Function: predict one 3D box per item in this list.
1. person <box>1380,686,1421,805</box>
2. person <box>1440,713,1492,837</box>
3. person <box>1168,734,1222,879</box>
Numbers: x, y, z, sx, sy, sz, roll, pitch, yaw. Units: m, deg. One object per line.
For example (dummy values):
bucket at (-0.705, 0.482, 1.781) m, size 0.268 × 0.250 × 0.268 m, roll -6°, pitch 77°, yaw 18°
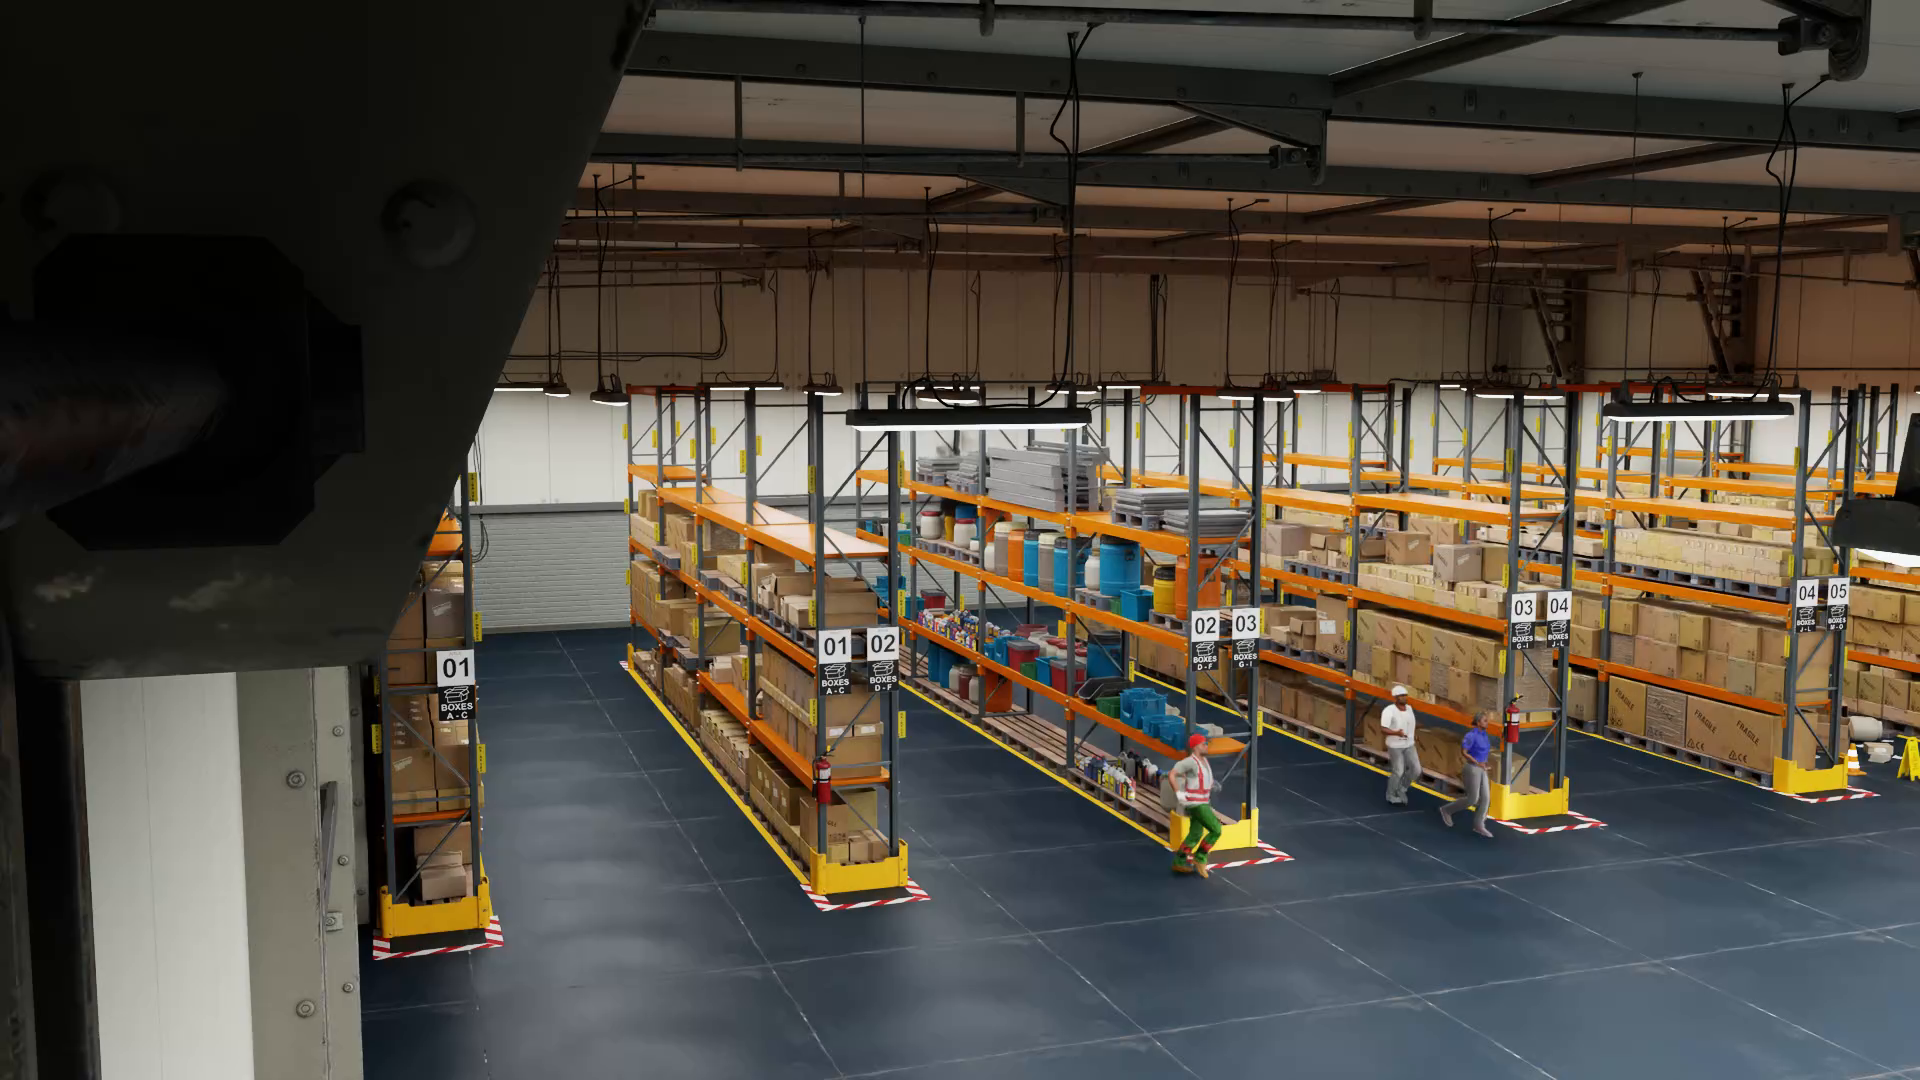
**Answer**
person at (6.408, 2.983, 24.024) m, size 0.680 × 1.750 × 0.626 m, roll -2°, pitch 6°, yaw -23°
person at (7.049, 3.180, 22.815) m, size 0.727 × 1.647 × 0.614 m, roll 5°, pitch 8°, yaw 43°
person at (2.985, 3.308, 20.781) m, size 0.656 × 1.757 × 0.708 m, roll 2°, pitch 6°, yaw 22°
